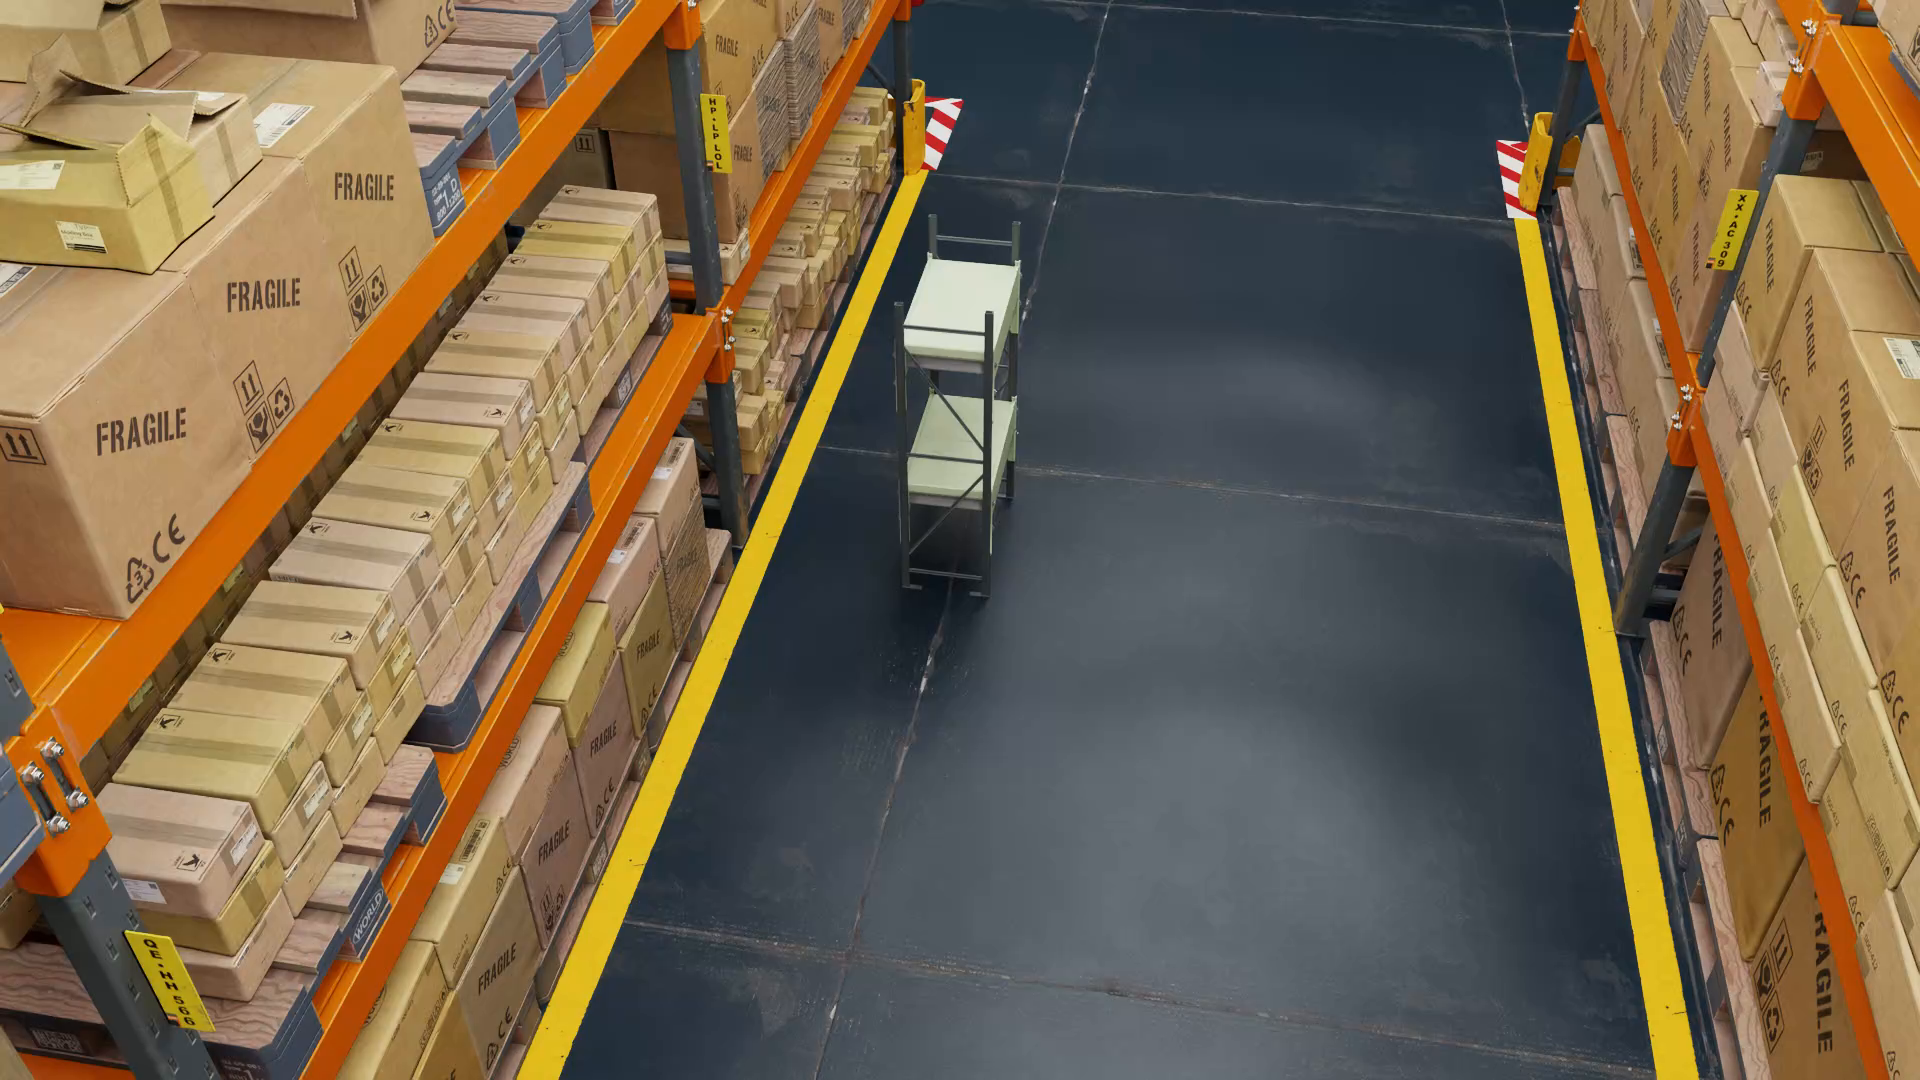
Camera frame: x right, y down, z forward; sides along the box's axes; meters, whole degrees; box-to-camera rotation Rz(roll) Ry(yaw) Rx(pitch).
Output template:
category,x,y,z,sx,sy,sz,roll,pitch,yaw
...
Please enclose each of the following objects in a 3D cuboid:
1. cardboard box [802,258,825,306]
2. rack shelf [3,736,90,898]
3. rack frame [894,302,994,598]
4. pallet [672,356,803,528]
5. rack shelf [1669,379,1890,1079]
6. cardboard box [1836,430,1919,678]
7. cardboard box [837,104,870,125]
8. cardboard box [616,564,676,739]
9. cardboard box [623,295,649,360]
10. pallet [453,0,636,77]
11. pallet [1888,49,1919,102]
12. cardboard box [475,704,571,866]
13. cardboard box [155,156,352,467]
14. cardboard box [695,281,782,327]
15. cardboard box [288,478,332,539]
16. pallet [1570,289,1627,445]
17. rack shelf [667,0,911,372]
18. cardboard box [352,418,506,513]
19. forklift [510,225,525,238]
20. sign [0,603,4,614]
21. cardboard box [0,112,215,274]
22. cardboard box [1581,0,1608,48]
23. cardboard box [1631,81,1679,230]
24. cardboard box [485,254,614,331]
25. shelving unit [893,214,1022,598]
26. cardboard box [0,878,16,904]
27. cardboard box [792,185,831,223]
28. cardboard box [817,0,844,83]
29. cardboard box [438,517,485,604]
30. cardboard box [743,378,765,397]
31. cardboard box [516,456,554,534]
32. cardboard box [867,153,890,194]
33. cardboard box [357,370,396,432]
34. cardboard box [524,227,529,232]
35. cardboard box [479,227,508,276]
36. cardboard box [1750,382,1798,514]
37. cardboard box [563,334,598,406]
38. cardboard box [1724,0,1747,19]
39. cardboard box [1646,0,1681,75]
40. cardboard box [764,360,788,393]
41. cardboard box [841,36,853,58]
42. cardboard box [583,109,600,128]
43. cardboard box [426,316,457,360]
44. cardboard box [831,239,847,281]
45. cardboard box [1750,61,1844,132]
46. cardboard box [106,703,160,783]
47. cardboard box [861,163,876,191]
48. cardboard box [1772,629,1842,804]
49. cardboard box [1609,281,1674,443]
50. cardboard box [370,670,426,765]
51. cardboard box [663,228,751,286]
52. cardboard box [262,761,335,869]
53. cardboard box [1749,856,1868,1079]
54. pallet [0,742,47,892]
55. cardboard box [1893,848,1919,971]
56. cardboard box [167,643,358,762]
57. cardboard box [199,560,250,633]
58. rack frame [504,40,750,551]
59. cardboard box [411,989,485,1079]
category,x,y,z,sx,sy,sz,roll,pitch,yaw
cardboard box,-0.933,-1.386,8.843,0.380,0.149,0.250,6,40,7
rack shelf,-2.538,1.687,1.663,1.077,0.370,4.000,6,40,8
rack frame,-0.064,-0.344,7.086,0.400,1.500,0.023,6,40,8
pallet,-1.418,-0.550,8.347,1.003,0.211,1.213,6,40,8
rack shelf,3.047,0.815,5.072,1.077,0.370,4.000,6,40,8
cardboard box,2.800,0.065,4.551,0.500,0.500,0.500,6,40,7
cardboard box,-0.750,-2.491,9.947,0.380,0.149,0.250,7,40,9
cardboard box,-1.469,0.416,6.622,0.500,0.500,0.500,6,40,7
cardboard box,-1.418,-0.831,6.365,0.380,0.149,0.250,7,40,8
pallet,-1.712,-1.908,5.594,1.213,0.211,1.003,6,40,8
pallet,3.283,-1.219,4.763,0.805,0.209,1.217,5,40,6
cardboard box,-1.648,0.790,5.581,0.500,0.250,0.500,7,40,8
cardboard box,-1.752,-0.528,3.698,0.500,0.500,0.500,6,40,8
cardboard box,-1.112,-1.182,8.364,0.380,0.149,0.250,5,40,7
cardboard box,-2.288,-0.090,5.470,0.380,0.149,0.250,5,40,6
pallet,3.810,-0.879,8.745,1.003,0.211,1.213,6,40,8
rack shelf,-1.154,-2.178,8.691,1.077,0.370,4.000,6,40,8
cardboard box,-1.649,-0.234,5.176,0.380,0.149,0.250,6,40,7
forklift,-3.035,-2.267,8.289,1.130,2.935,3.031,8,40,10
sign,-1.647,-0.009,2.682,0.100,0.325,0.005,6,40,8
cardboard box,-1.761,-0.726,3.338,0.396,0.266,0.258,6,40,8
cardboard box,3.719,-2.997,9.039,0.500,0.500,0.500,6,40,7
cardboard box,3.378,-1.716,7.490,0.500,0.500,0.500,6,40,7
cardboard box,-1.469,-0.890,5.970,0.380,0.149,0.250,5,40,6
shelving unit,-0.001,-0.574,7.364,0.431,1.500,0.755,6,40,8
cardboard box,-2.555,0.771,4.195,0.380,0.149,0.250,7,40,9
cardboard box,-0.923,-1.831,9.148,0.380,0.149,0.250,5,40,6
cardboard box,-0.901,-2.599,8.325,0.500,0.500,0.500,8,40,10
cardboard box,-1.689,0.041,5.077,0.380,0.149,0.250,6,40,7
cardboard box,-1.167,-0.738,8.060,0.380,0.149,0.250,7,40,8
cardboard box,-1.596,-0.176,5.573,0.380,0.149,0.250,8,40,10
cardboard box,-0.638,-2.247,10.119,0.380,0.149,0.250,8,40,9
cardboard box,-2.197,-0.525,5.762,0.380,0.149,0.250,8,40,9
cardboard box,-1.744,-1.482,7.482,0.380,0.149,0.250,5,40,6
cardboard box,-2.021,-1.183,6.558,0.380,0.149,0.250,7,40,8
cardboard box,2.977,-0.277,5.553,0.500,0.250,0.500,7,40,8
cardboard box,-1.507,-0.615,5.871,0.380,0.149,0.250,5,40,6
cardboard box,3.372,-2.250,6.843,0.380,0.149,0.250,6,40,7
cardboard box,3.472,-2.420,7.556,0.500,0.500,0.500,7,40,8
cardboard box,-1.083,-0.785,8.350,0.380,0.149,0.250,6,40,7
cardboard box,-0.790,-2.742,9.006,0.380,0.149,0.250,5,40,6
cardboard box,-1.685,-2.063,6.892,0.500,0.500,0.500,5,40,6
cardboard box,-2.110,-0.737,6.252,0.380,0.149,0.250,7,40,8
cardboard box,-0.848,-1.598,9.334,0.380,0.149,0.250,7,40,9
cardboard box,3.133,-1.620,6.080,0.380,0.149,0.250,6,40,7
cardboard box,-2.471,0.568,4.673,0.380,0.149,0.250,7,40,8
cardboard box,-0.706,-2.199,9.827,0.380,0.149,0.250,5,40,6
cardboard box,2.769,0.545,4.951,0.500,0.250,0.500,6,40,7
cardboard box,3.762,-0.836,8.185,0.875,0.438,0.875,5,40,6
cardboard box,-1.778,0.480,4.780,0.380,0.149,0.250,8,40,10
cardboard box,-1.129,-1.245,7.195,0.380,0.149,0.250,8,40,9
cardboard box,-1.866,0.679,4.305,0.380,0.149,0.250,8,40,10
cardboard box,3.061,1.466,5.057,0.875,0.875,0.875,7,40,8
pallet,-2.251,0.637,2.516,1.213,0.211,1.003,8,40,10
cardboard box,2.619,1.004,4.004,0.500,0.250,0.500,5,40,7
cardboard box,-1.831,0.425,4.379,0.380,0.149,0.250,6,40,7
cardboard box,-2.378,0.125,4.976,0.380,0.149,0.250,6,40,7
rack frame,-1.500,-1.200,6.944,1.000,3.000,0.127,6,40,8
cardboard box,-1.818,1.696,5.073,0.500,0.500,0.500,5,40,6
